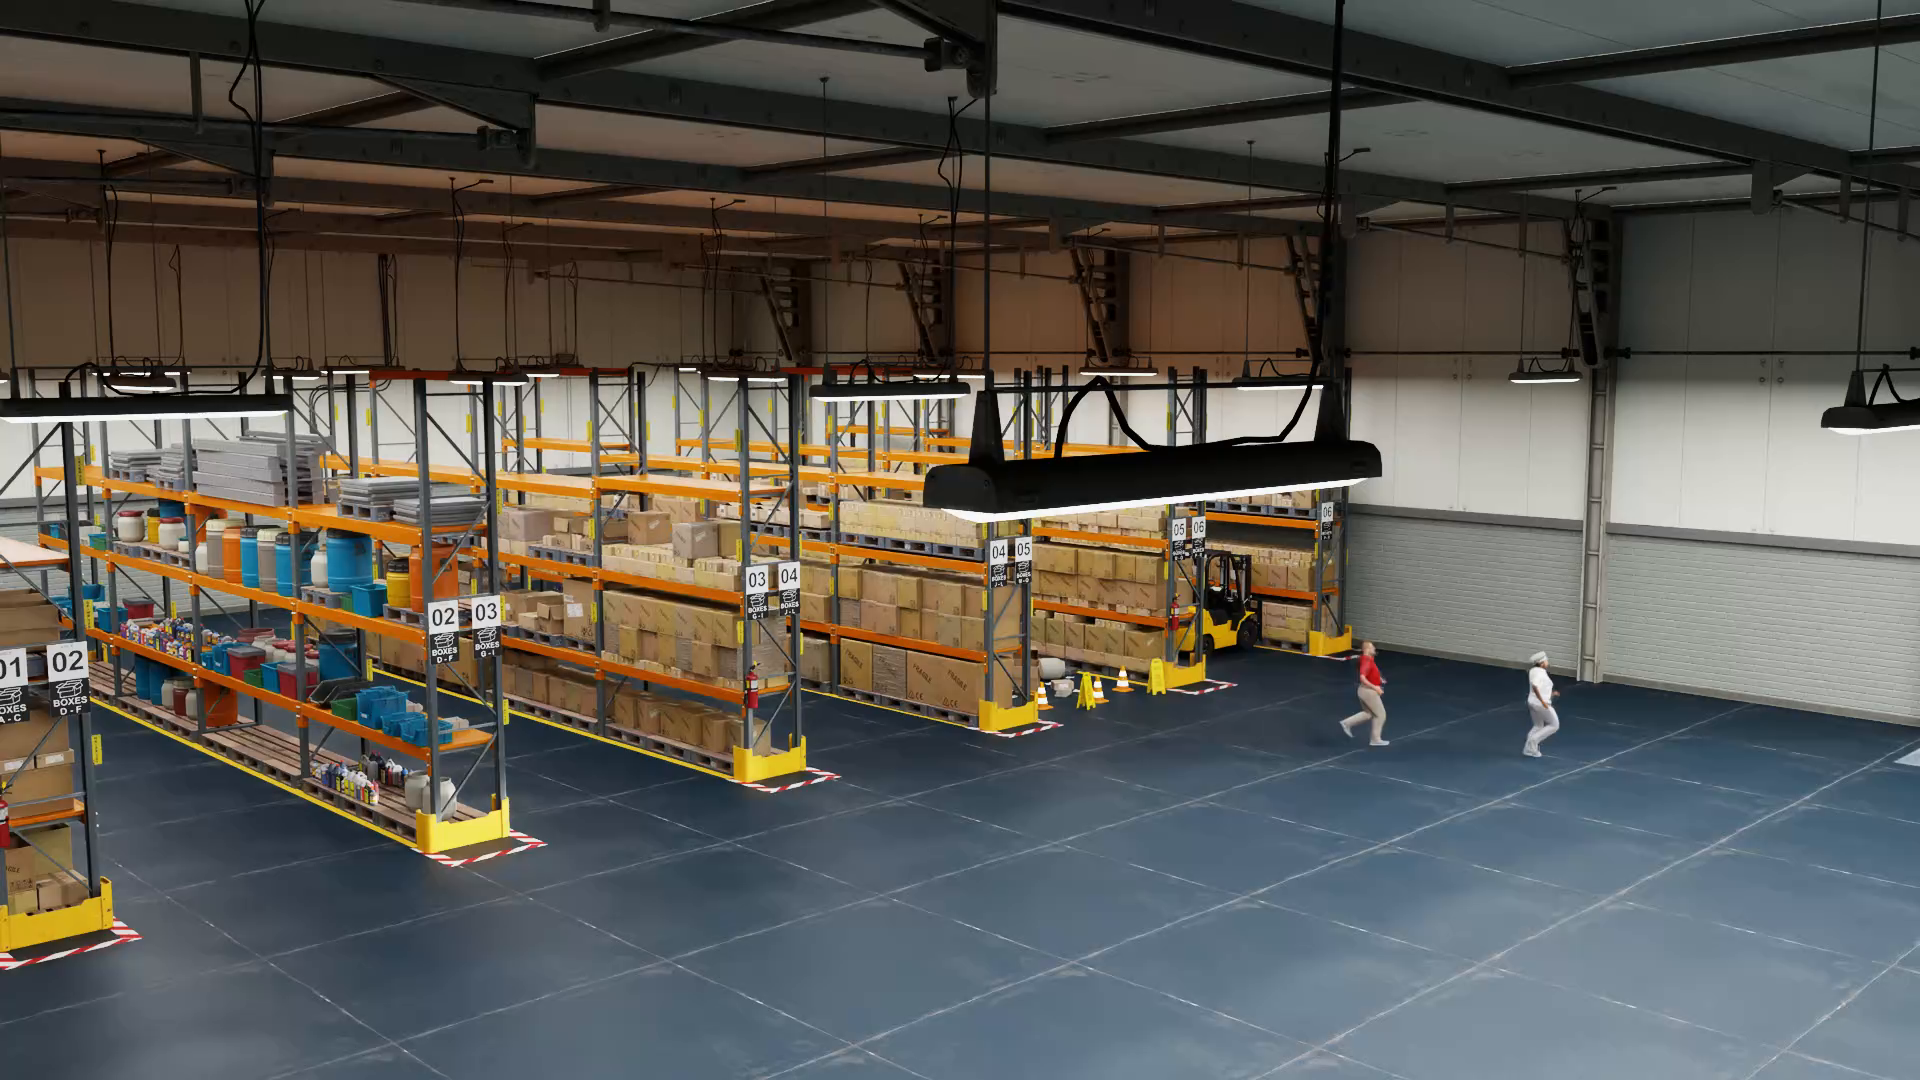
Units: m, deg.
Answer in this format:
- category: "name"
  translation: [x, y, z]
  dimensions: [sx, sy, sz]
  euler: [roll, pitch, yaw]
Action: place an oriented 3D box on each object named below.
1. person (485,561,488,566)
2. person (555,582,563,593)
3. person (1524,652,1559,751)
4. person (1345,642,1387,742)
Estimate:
- category: "person"
  translation: [-10.660, 1.236, 37.397]
  dimensions: [0.641, 1.542, 0.562]
  euler: [6, 9, 43]
- category: "person"
  translation: [-9.944, 0.929, 41.664]
  dimensions: [0.561, 1.418, 0.585]
  euler: [-6, 9, -41]
- category: "person"
  translation: [9.115, 2.536, 26.041]
  dimensions: [0.515, 1.585, 0.526]
  euler: [-1, 6, -5]
- category: "person"
  translation: [6.557, 2.439, 26.793]
  dimensions: [0.668, 1.616, 0.672]
  euler: [0, 6, 4]
